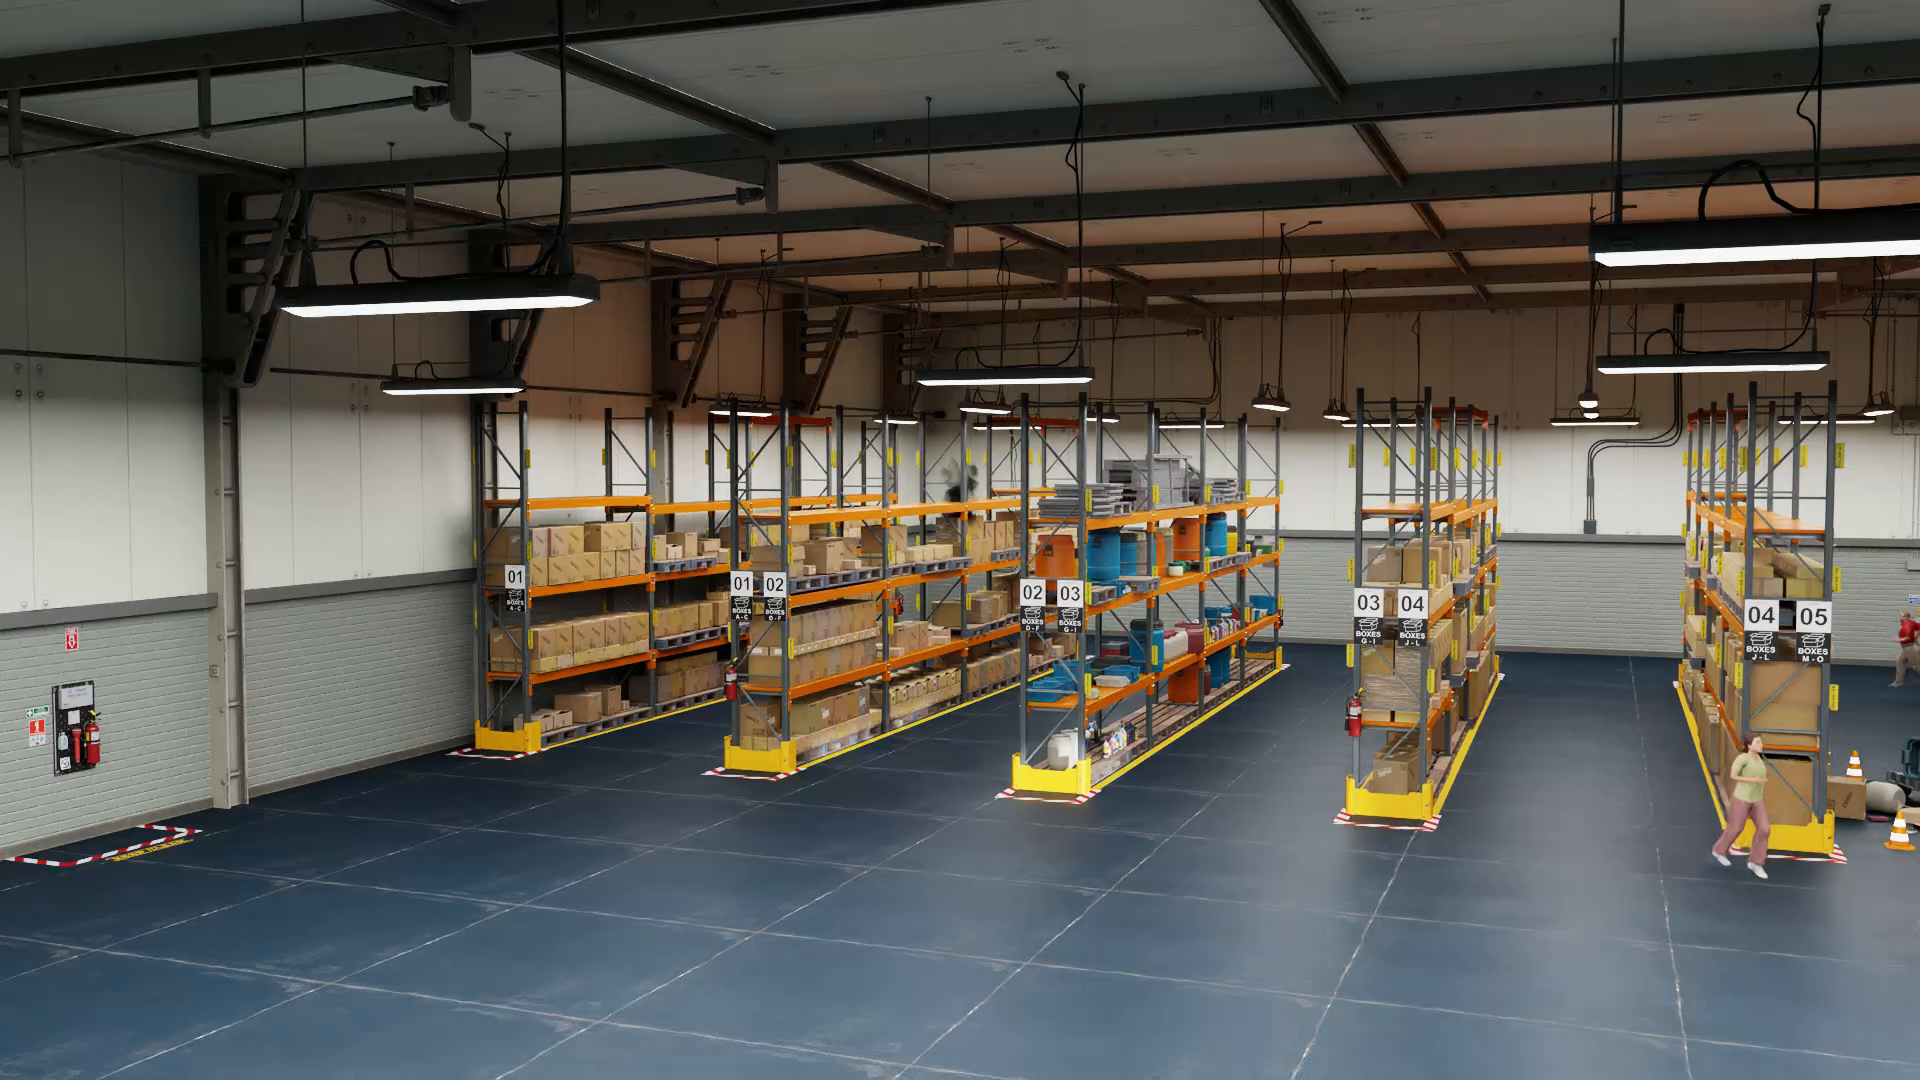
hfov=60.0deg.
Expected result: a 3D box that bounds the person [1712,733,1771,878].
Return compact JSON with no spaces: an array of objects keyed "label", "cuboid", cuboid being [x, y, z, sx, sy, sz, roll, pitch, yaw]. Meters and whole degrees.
[{"label":"person","cuboid":[9.555,3.195,20.200,0.575,1.707,0.773,-1,3,-21]}]

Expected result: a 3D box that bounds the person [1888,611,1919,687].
[{"label":"person","cuboid":[20.688,2.406,36.142,0.885,1.727,0.654,2,3,33]}]
